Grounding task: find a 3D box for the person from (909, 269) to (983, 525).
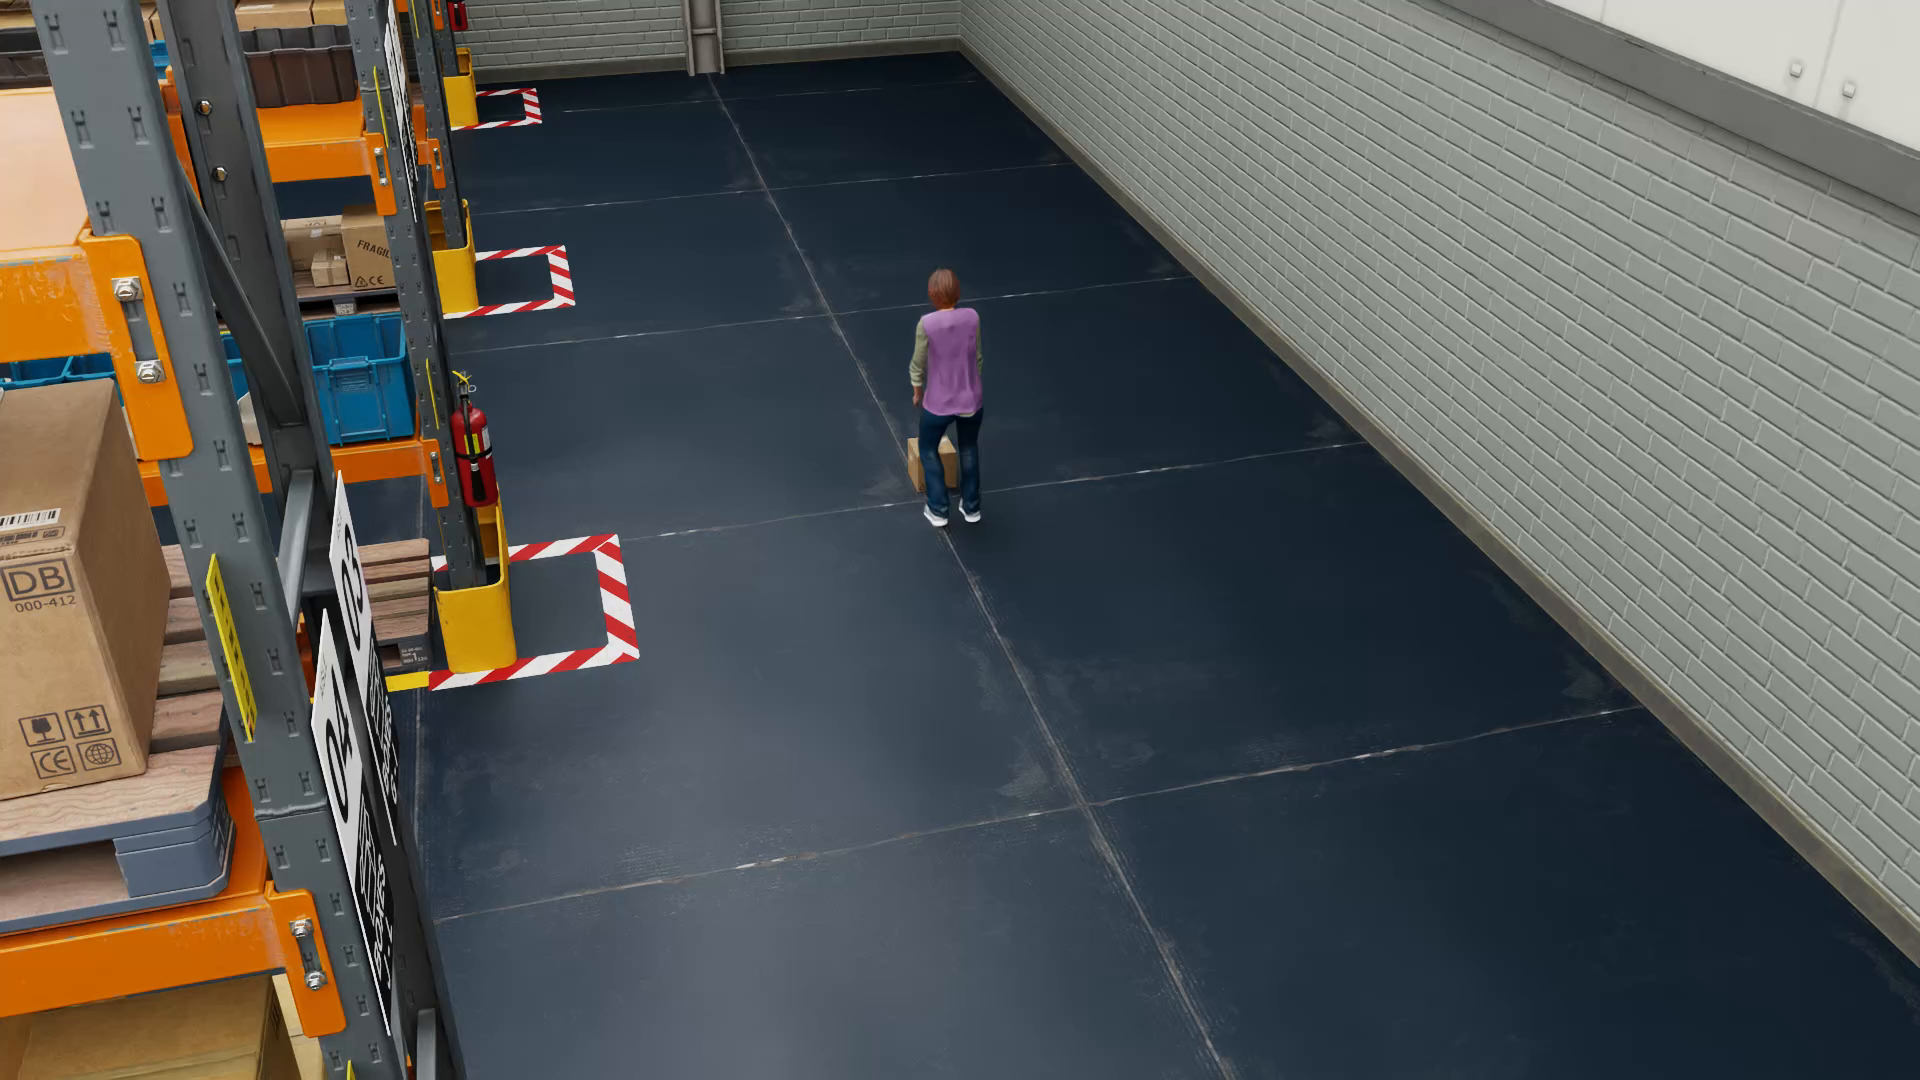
[{"bbox_3d":[-0.074,-0.791,9.644,0.430,1.533,0.399,-7,31,-12],"label":"person"}]
